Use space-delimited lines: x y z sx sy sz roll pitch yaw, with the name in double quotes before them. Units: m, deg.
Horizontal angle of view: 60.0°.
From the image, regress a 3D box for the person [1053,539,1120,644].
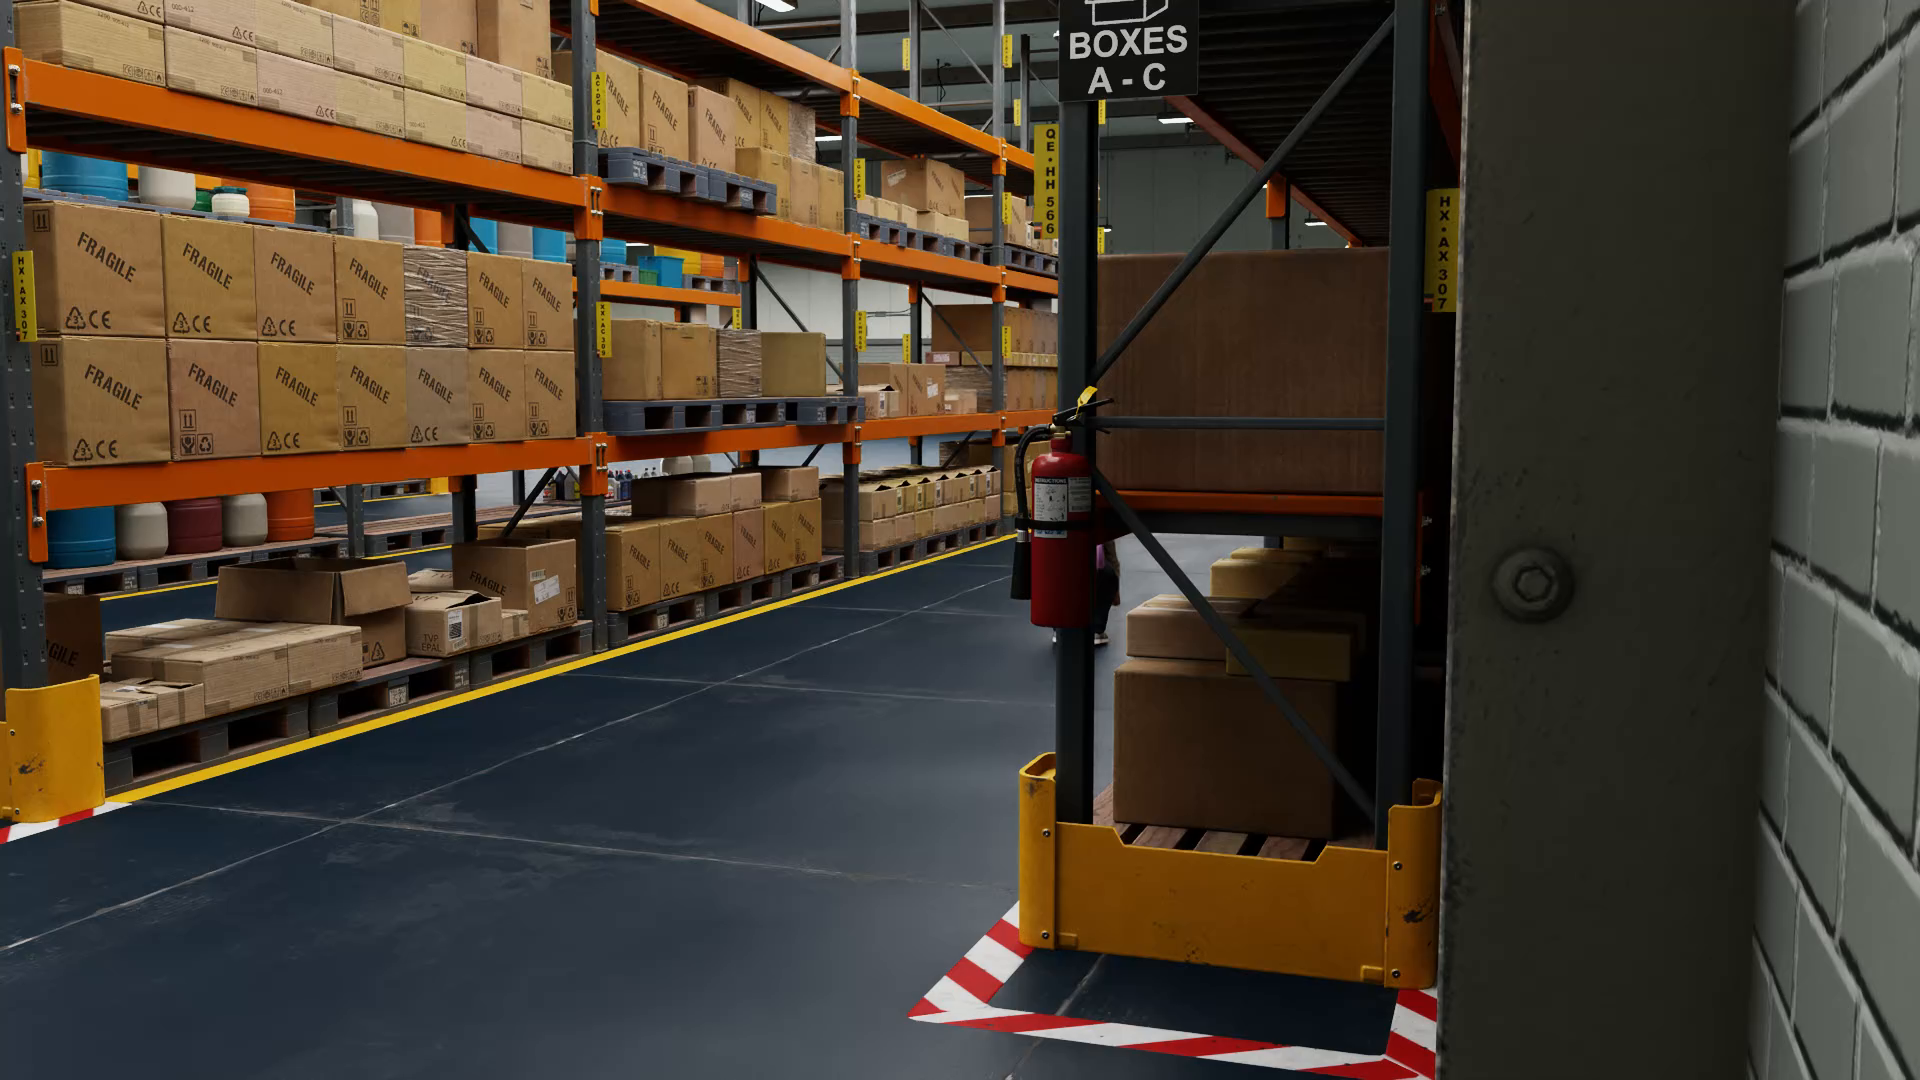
"person" 0.780 0.189 10.457 0.426 0.902 0.838 2 6 17
